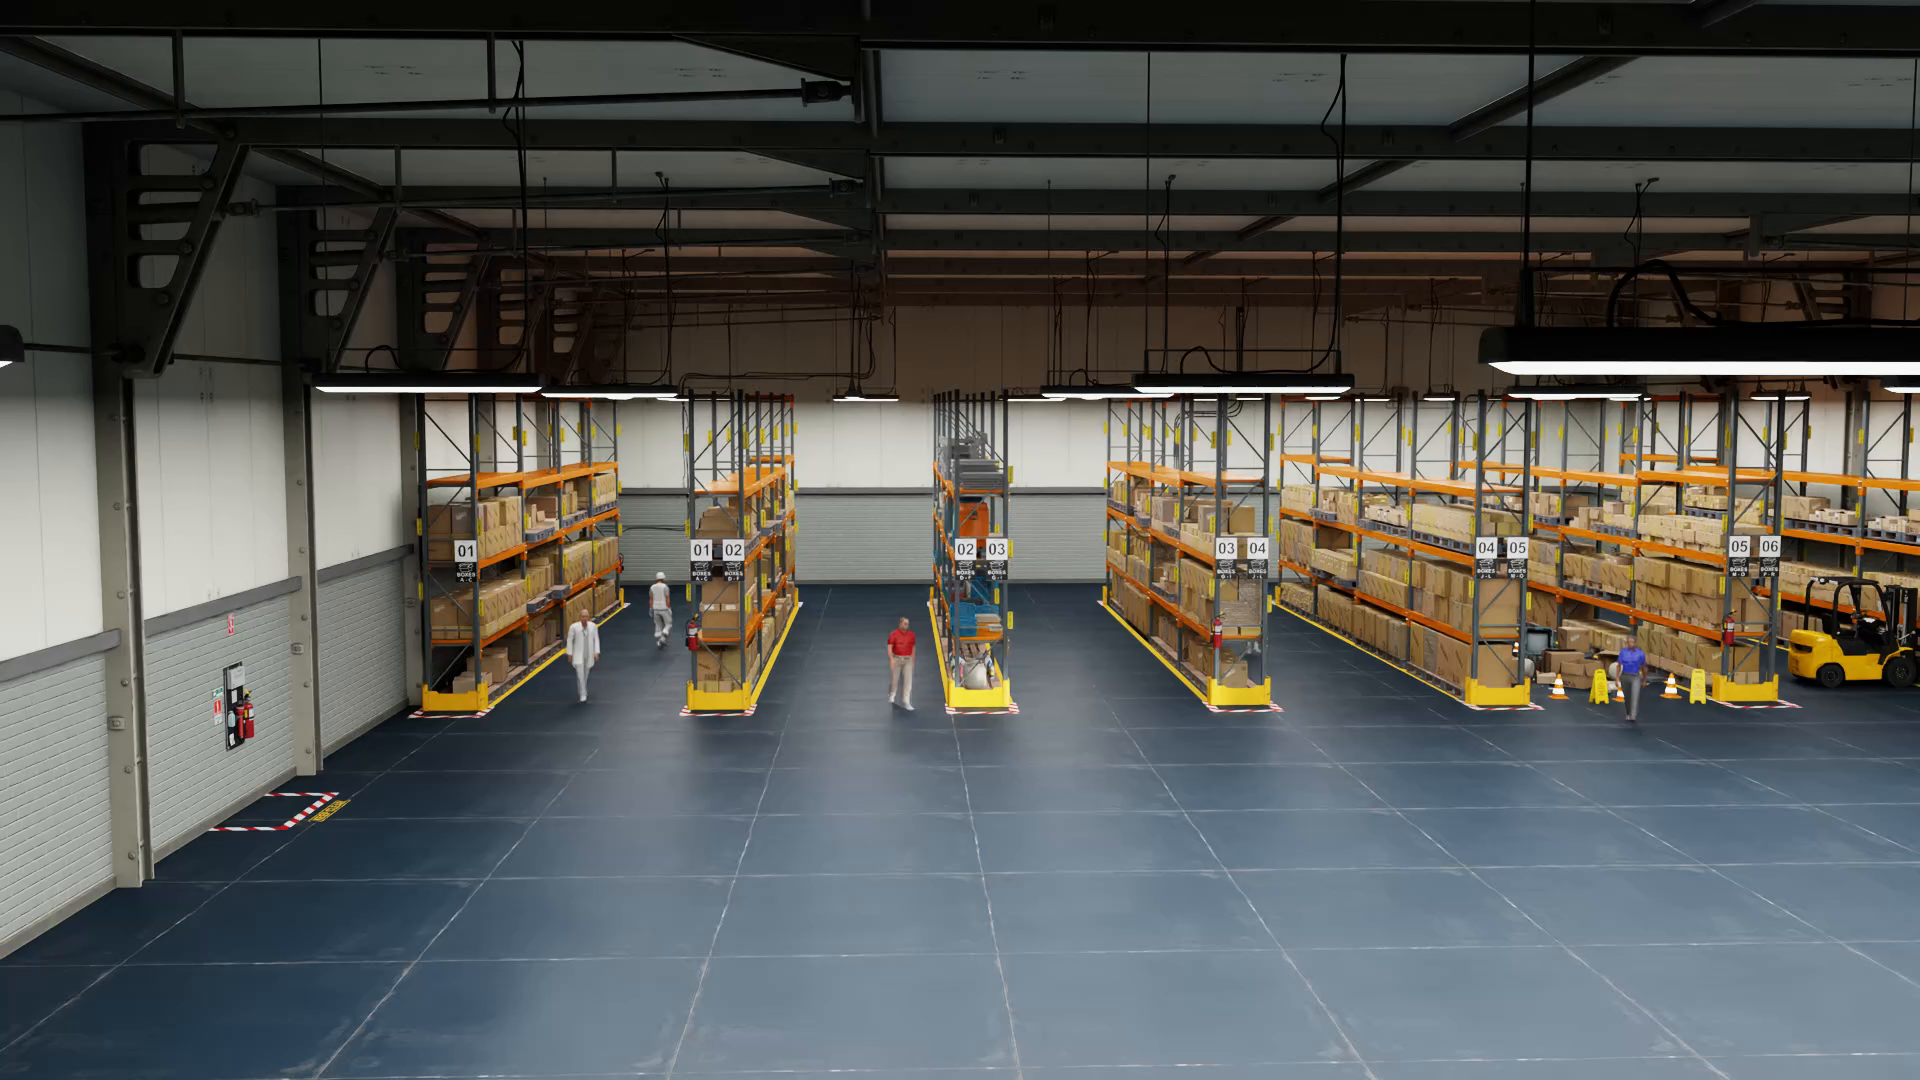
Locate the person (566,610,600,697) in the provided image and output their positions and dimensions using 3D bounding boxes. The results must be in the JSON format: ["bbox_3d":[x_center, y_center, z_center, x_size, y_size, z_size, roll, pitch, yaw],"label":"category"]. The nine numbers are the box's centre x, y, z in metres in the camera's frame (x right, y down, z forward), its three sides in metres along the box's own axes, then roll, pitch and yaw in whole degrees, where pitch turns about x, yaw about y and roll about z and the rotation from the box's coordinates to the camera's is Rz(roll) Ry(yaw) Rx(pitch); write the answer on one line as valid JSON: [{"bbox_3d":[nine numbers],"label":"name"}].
[{"bbox_3d":[-7.311,2.173,32.227,0.599,1.666,0.868,-3,6,-35],"label":"person"}]

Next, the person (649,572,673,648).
[{"bbox_3d":[-7.050,1.651,39.076,0.598,1.792,0.503,2,5,24],"label":"person"}]

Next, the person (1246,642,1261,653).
[{"bbox_3d":[6.674,1.782,38.164,0.512,1.674,0.516,0,5,-2],"label":"person"}]

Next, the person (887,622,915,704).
[{"bbox_3d":[-1.106,2.321,31.545,0.584,1.532,0.703,-2,5,-26],"label":"person"}]

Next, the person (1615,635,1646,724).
[{"bbox_3d":[5.905,0.992,38.363,20.500,3.167,8.470,3,6,35],"label":"person"}]
